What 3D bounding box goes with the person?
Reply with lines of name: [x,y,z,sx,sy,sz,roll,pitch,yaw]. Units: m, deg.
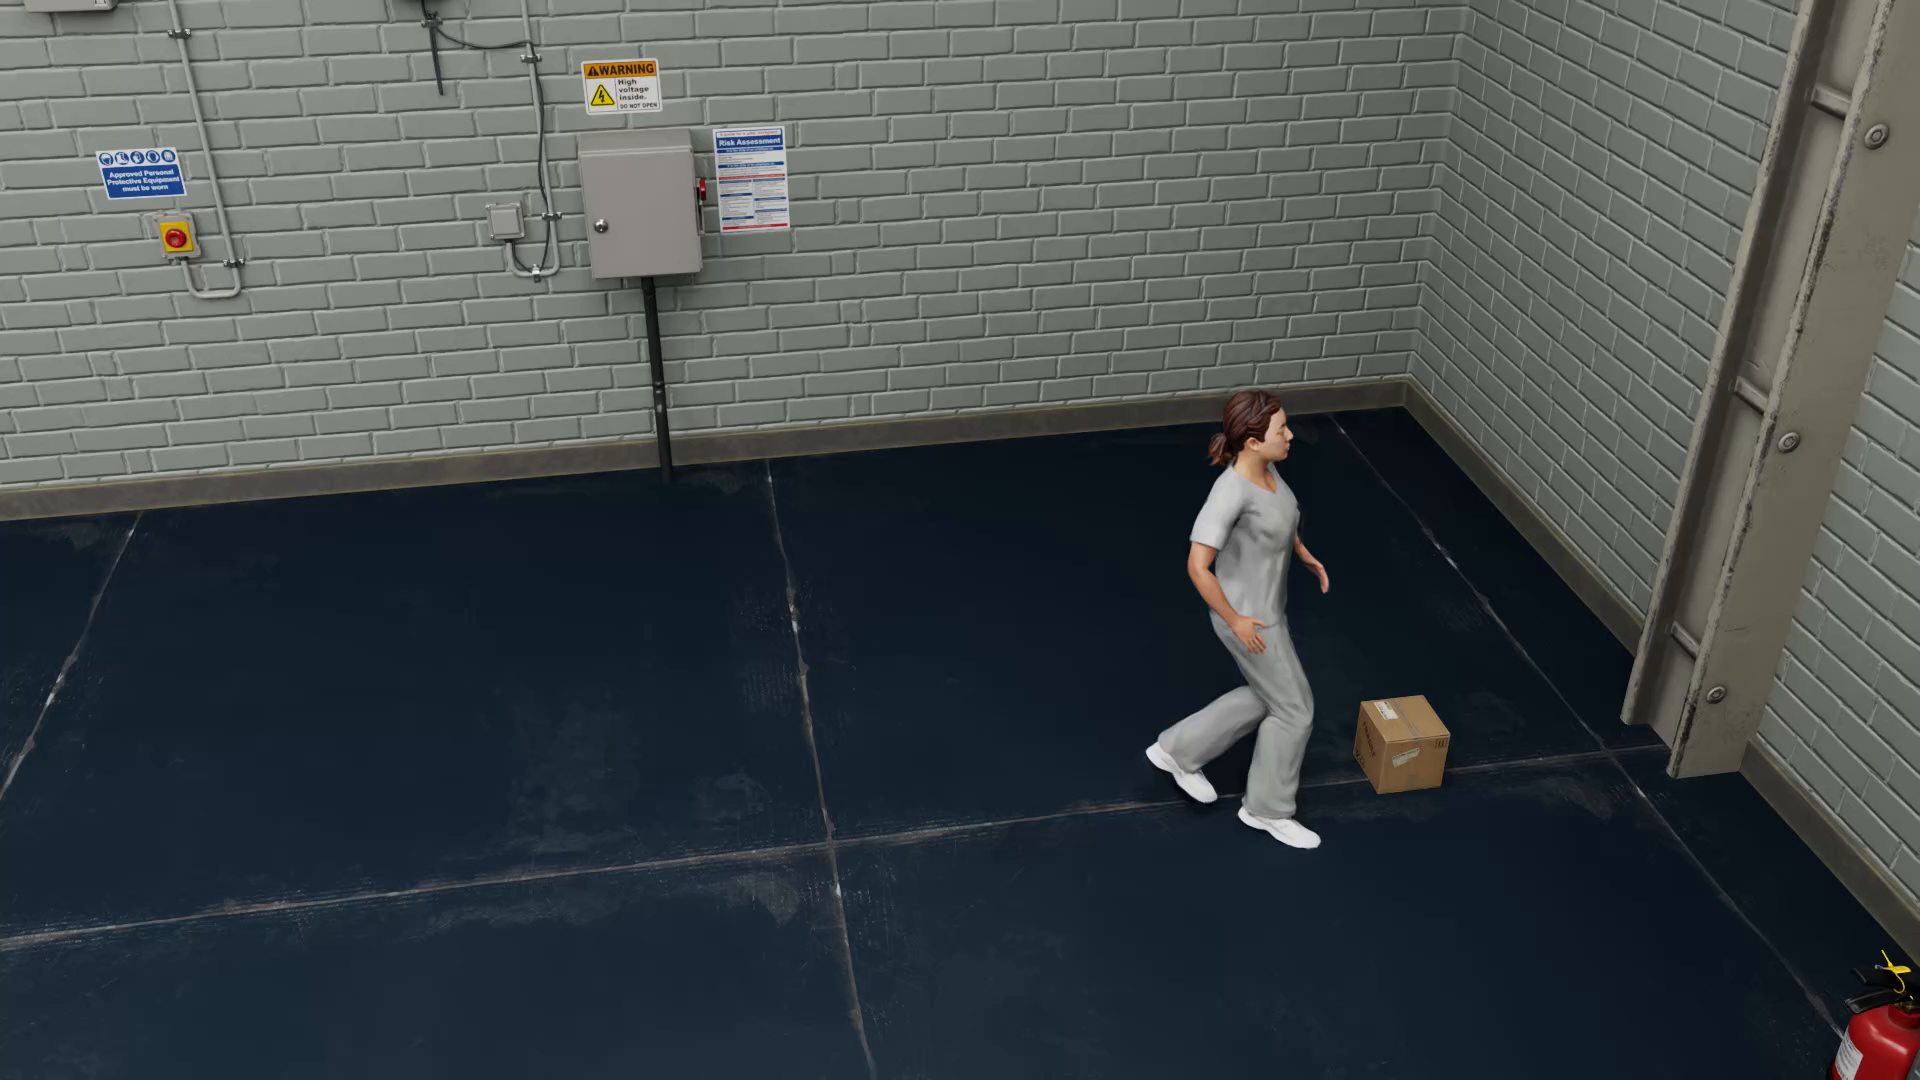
person: [1.038,0.250,5.786,0.676,1.647,0.618,11,32,18]
